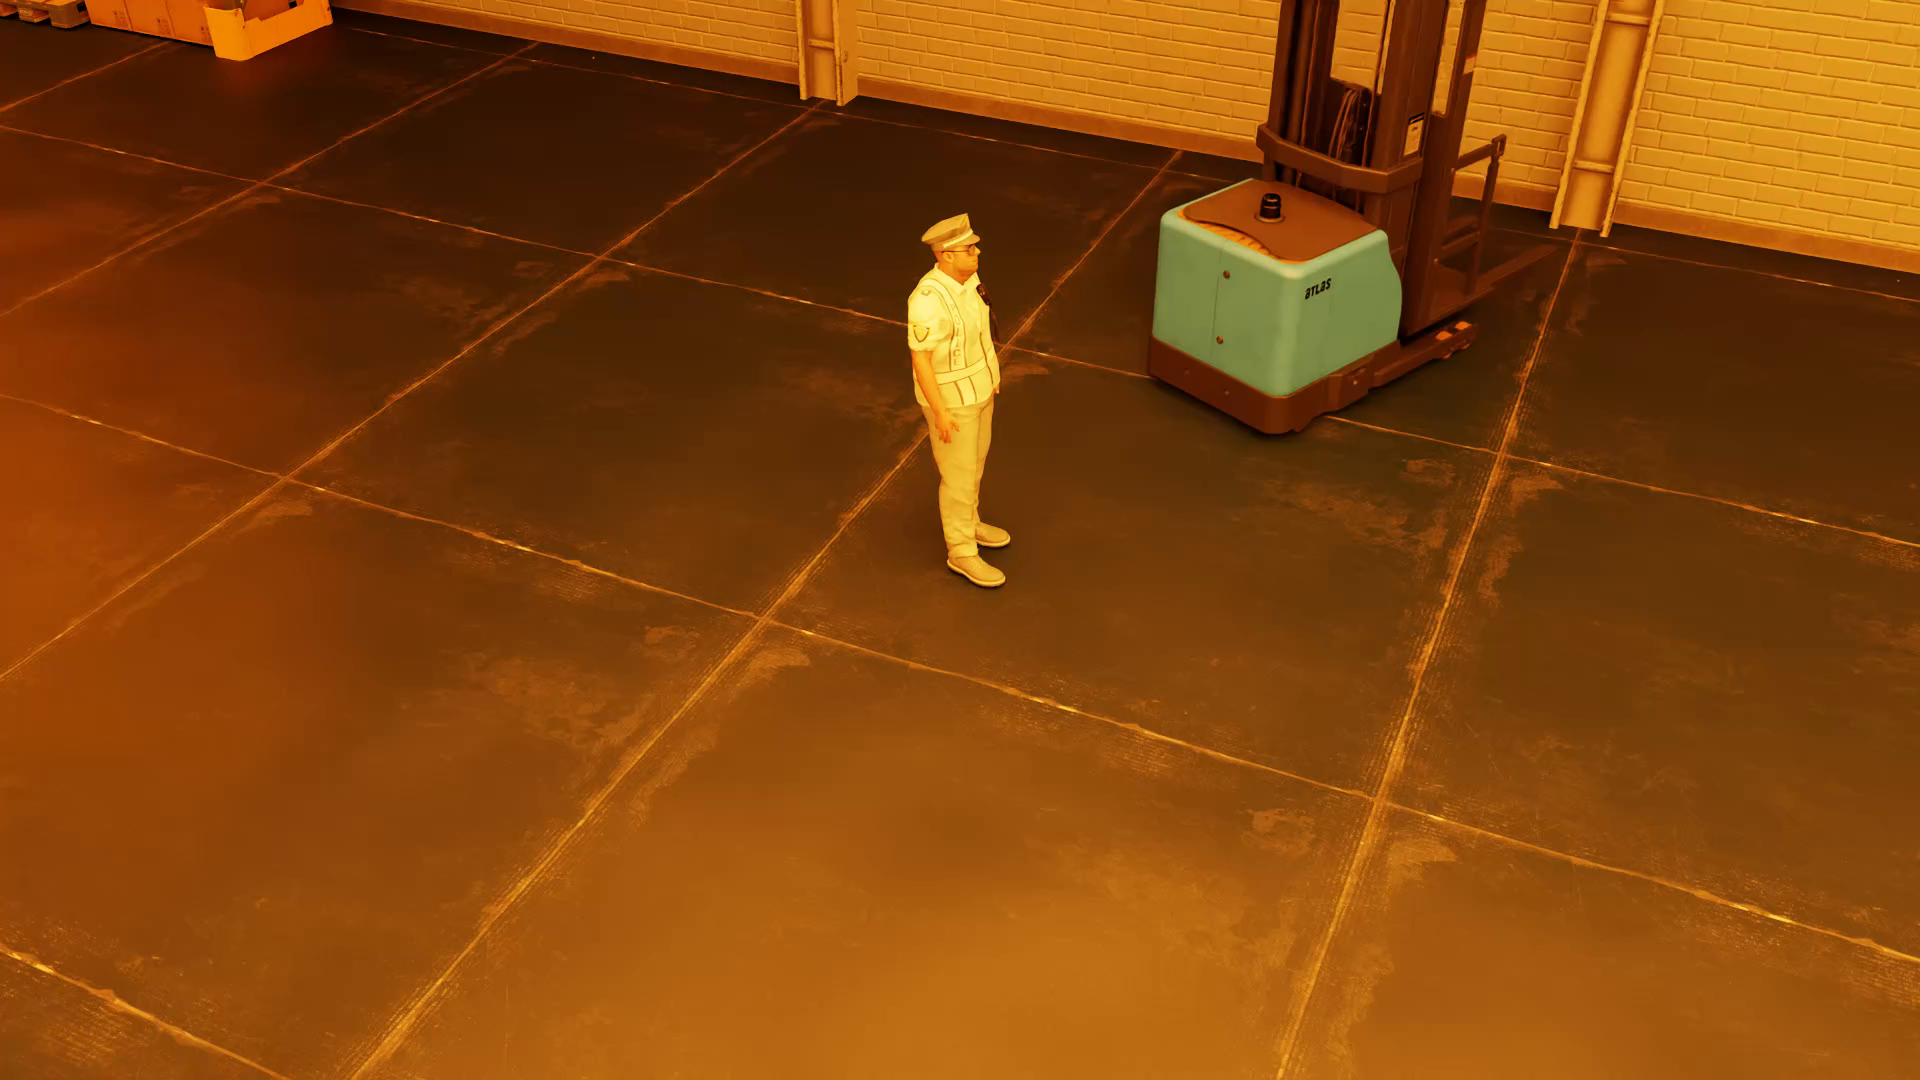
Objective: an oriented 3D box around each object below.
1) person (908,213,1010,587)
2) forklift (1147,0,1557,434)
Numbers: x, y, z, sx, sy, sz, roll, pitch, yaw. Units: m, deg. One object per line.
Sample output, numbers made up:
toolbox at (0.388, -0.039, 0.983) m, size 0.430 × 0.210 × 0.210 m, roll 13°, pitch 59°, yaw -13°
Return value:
person at (0.066, -0.707, 8.054) m, size 0.574 × 1.781 × 0.641 m, roll 15°, pitch 38°, yaw 20°
forklift at (2.559, -2.505, 9.599) m, size 3.031 × 2.935 × 1.130 m, roll -27°, pitch 43°, yaw -32°
